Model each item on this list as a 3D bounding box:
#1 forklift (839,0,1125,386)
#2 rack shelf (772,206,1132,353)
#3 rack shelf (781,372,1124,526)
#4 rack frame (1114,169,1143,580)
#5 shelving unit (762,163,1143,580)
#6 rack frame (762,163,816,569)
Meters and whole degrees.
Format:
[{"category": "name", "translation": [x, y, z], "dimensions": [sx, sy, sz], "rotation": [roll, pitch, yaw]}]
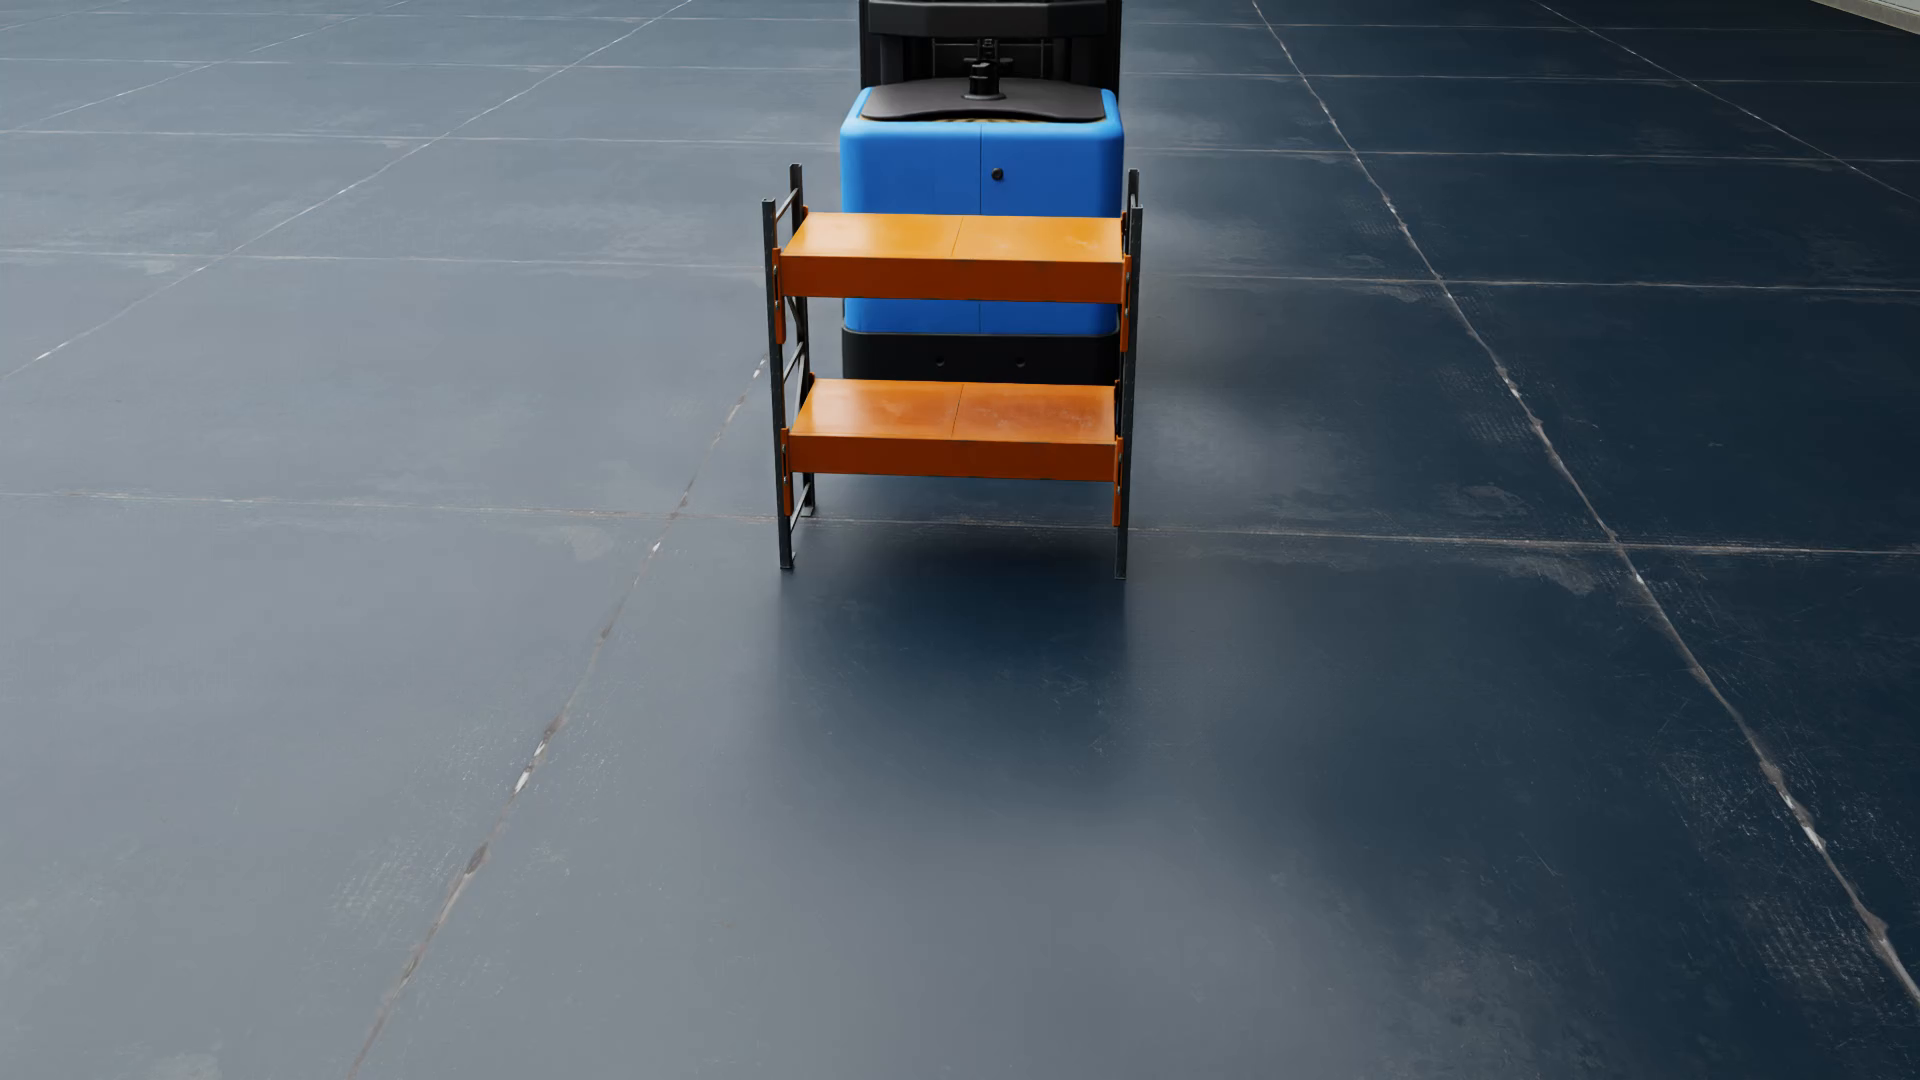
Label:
[{"category": "forklift", "translation": [0.136, -2.440, 7.047], "dimensions": [1.130, 2.935, 3.031], "rotation": [1, 25, 2]}, {"category": "rack shelf", "translation": [-0.007, -0.777, 4.893], "dimensions": [1.000, 0.278, 0.538], "rotation": [2, 25, 4]}, {"category": "rack shelf", "translation": [-0.007, -0.289, 5.118], "dimensions": [1.000, 0.278, 0.538], "rotation": [2, 25, 4]}, {"category": "rack frame", "translation": [0.500, -0.495, 4.980], "dimensions": [0.032, 1.125, 0.500], "rotation": [2, 25, 4]}, {"category": "shelving unit", "translation": [-0.007, -0.511, 5.015], "dimensions": [1.048, 1.125, 0.538], "rotation": [2, 25, 4]}, {"category": "rack frame", "translation": [-0.514, -0.527, 5.051], "dimensions": [0.032, 1.125, 0.500], "rotation": [2, 25, 4]}]
